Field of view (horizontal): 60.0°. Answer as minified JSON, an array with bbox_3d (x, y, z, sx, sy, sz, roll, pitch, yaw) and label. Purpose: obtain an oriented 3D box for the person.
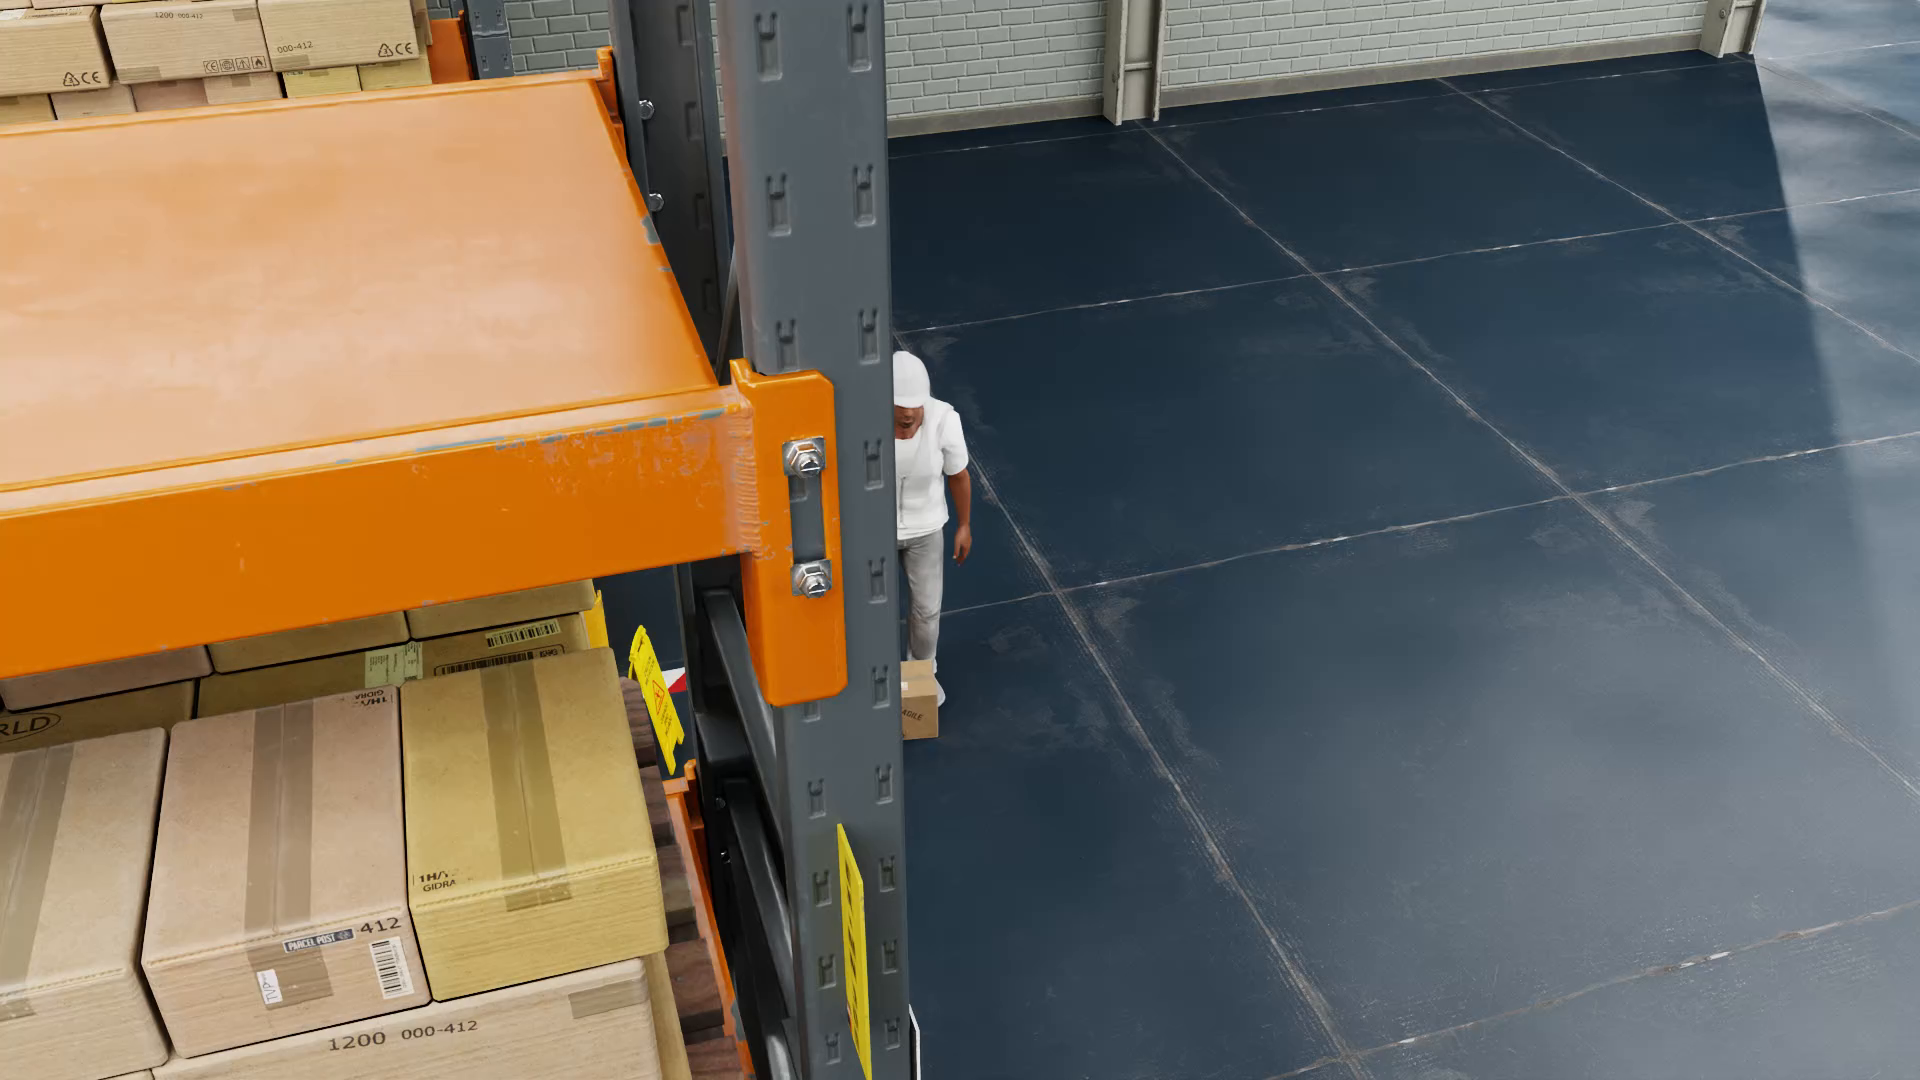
[{"bbox_3d":[-0.259,-0.036,7.179,0.635,1.760,0.457,-5,34,-8],"label":"person"}]
